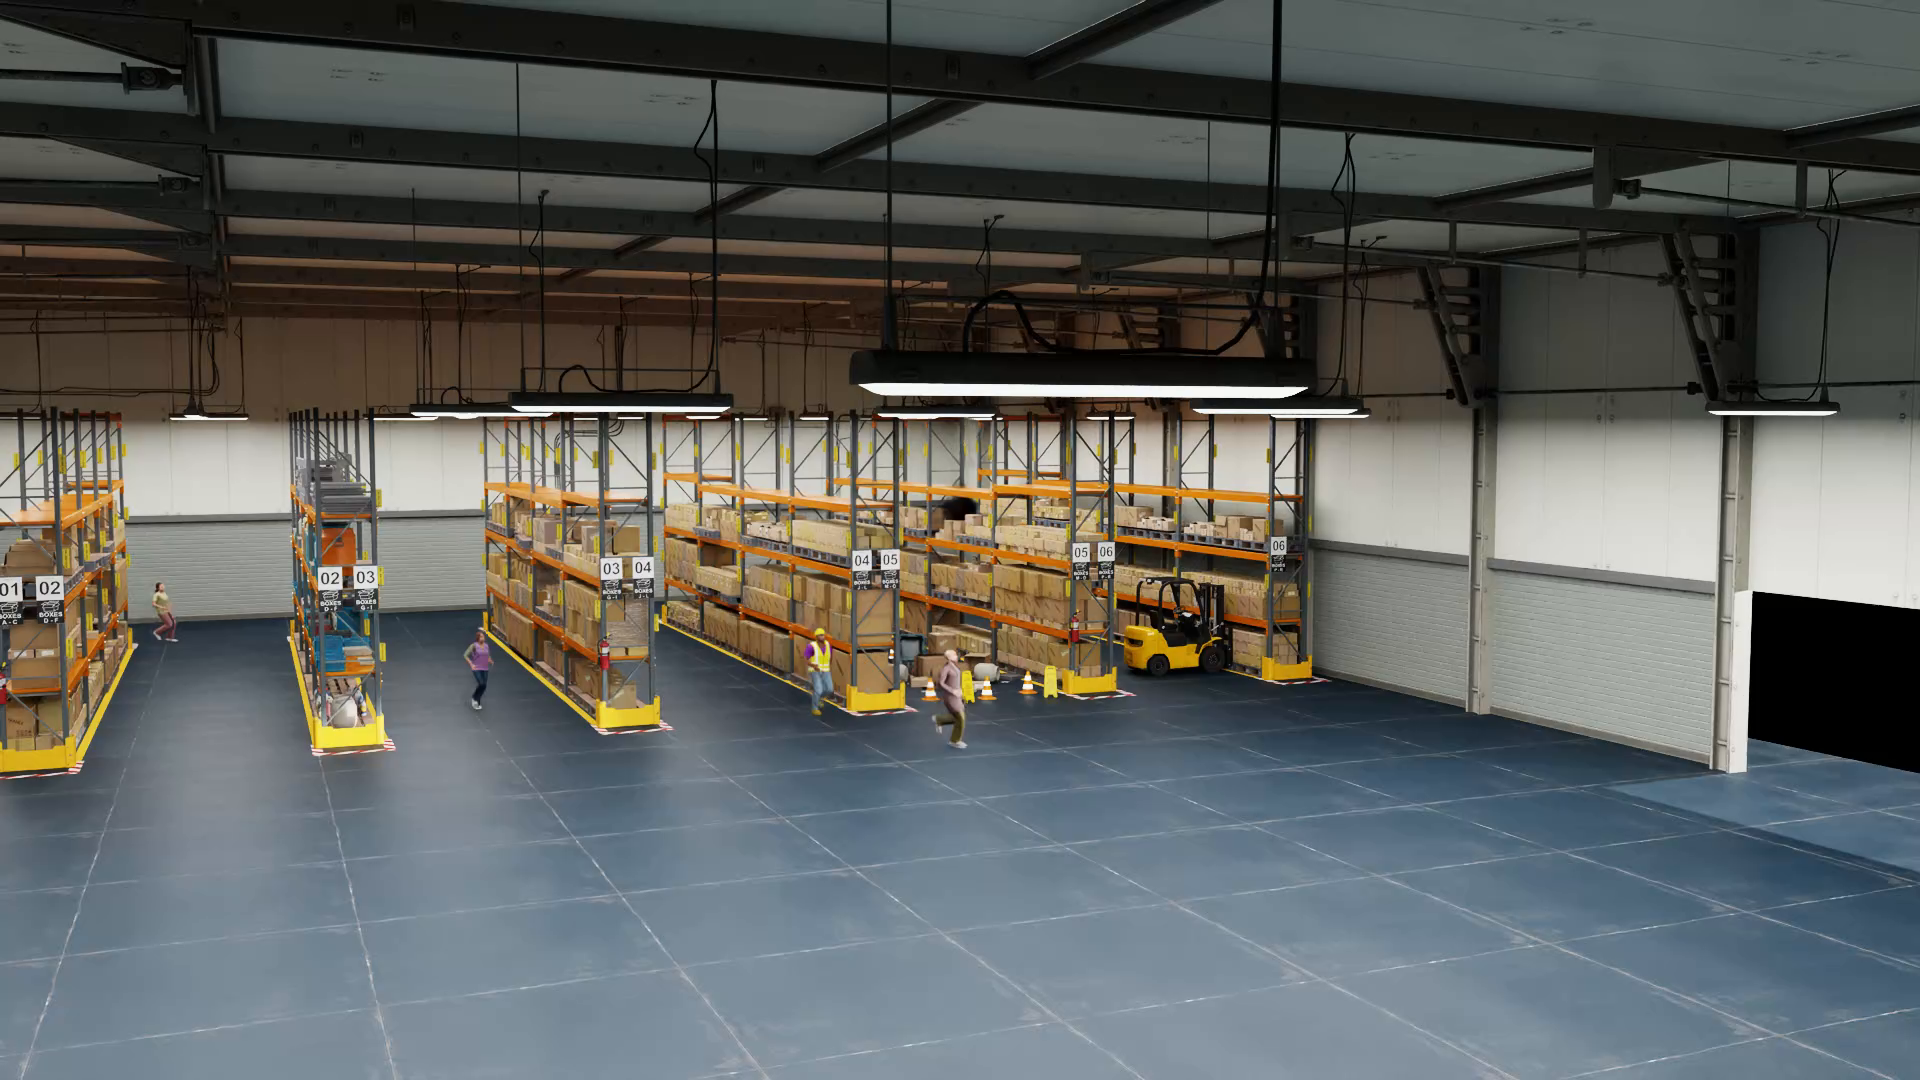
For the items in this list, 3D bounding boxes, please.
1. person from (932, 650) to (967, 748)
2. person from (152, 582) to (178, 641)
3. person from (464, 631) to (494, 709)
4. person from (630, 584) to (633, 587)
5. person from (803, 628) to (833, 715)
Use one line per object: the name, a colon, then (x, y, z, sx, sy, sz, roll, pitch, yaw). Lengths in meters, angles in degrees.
person: (-0.194, 2.805, 29.487, 0.709, 1.737, 0.741, 1, 4, 18)
person: (-20.861, 1.897, 43.493, 0.534, 1.618, 0.630, 0, 4, 1)
person: (-9.560, 2.604, 33.183, 0.587, 1.559, 0.513, 3, 5, 40)
person: (-8.671, 1.716, 44.914, 0.553, 1.674, 0.907, -2, 4, -22)
person: (-2.732, 2.580, 32.641, 0.701, 1.713, 0.624, -3, 5, -34)
